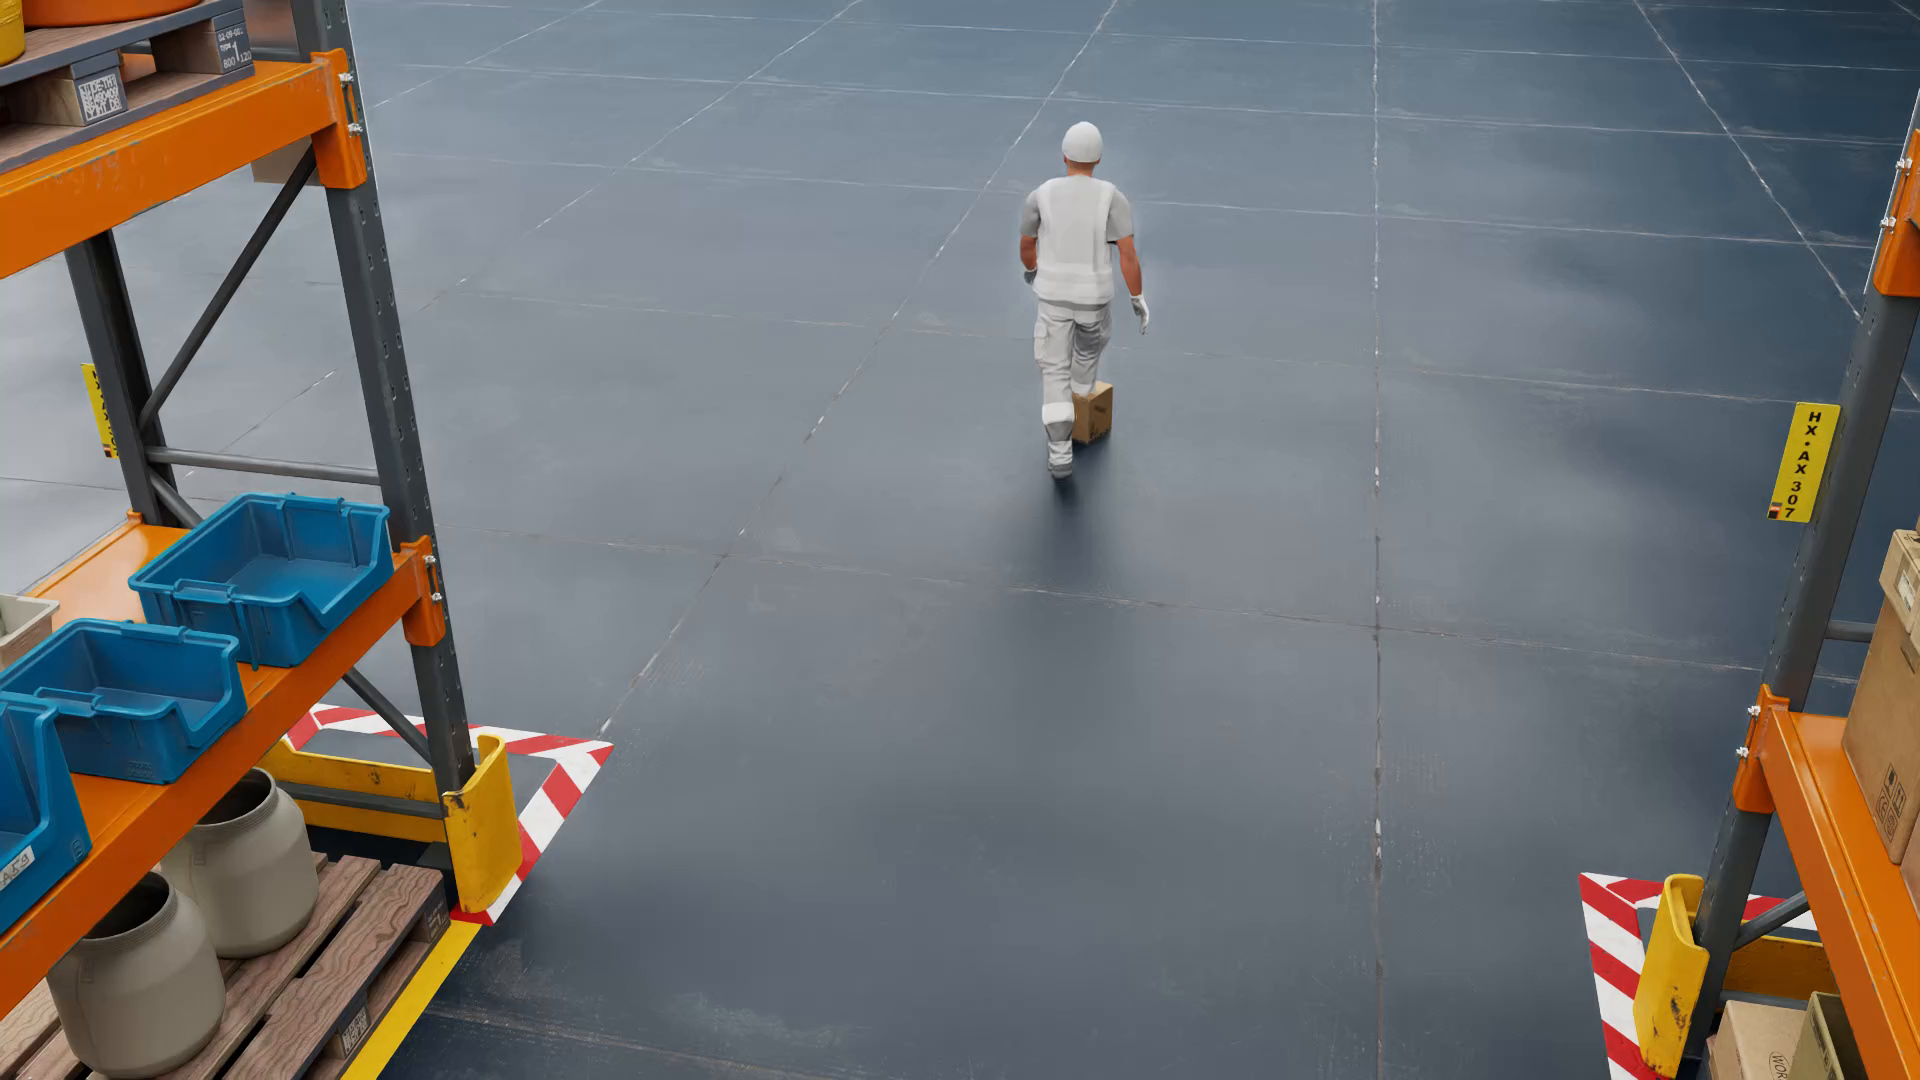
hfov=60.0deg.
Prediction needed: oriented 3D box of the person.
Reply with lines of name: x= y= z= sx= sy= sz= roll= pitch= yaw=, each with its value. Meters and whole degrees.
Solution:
person: x=0.622 y=-1.247 z=8.444 sx=0.657 sy=1.737 sz=1.112 roll=1 pitch=29 yaw=2
